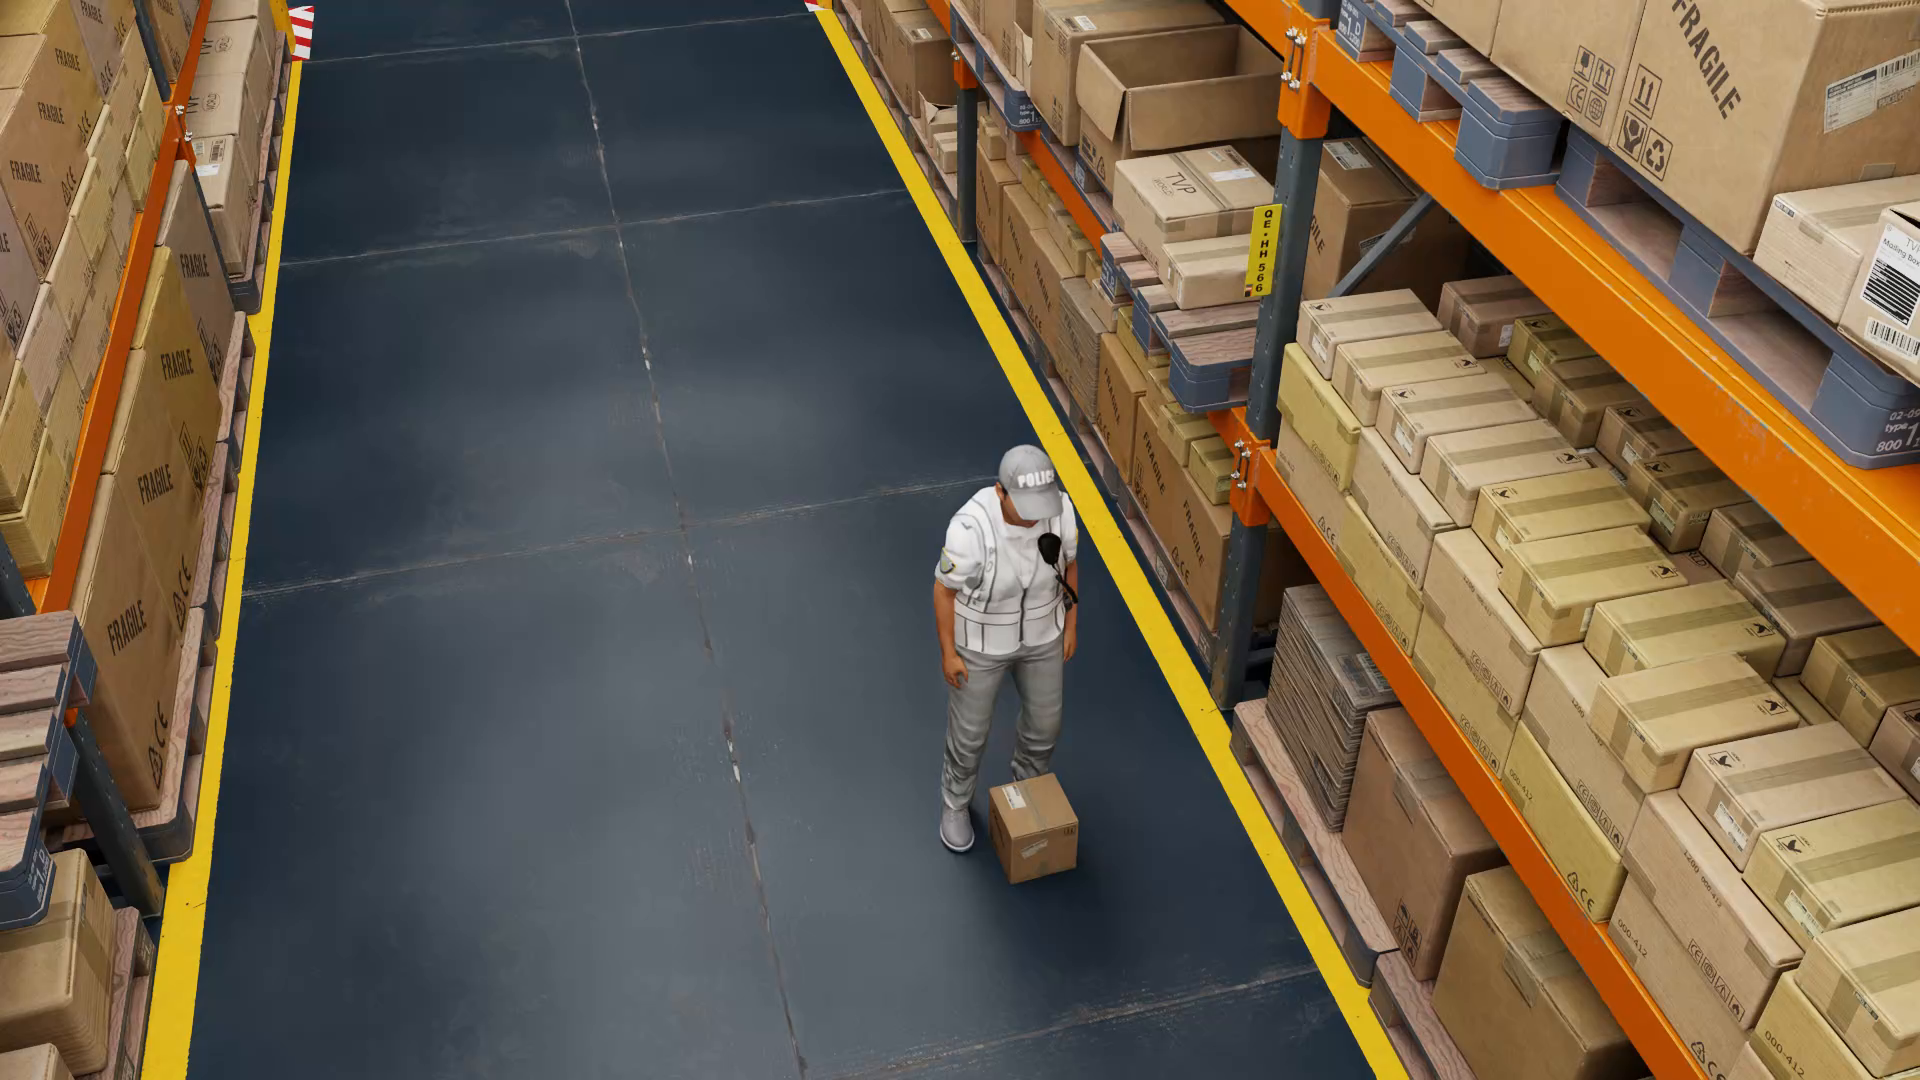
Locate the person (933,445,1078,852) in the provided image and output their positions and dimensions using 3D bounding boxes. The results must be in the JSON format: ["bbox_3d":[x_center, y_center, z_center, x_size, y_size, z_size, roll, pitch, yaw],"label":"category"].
[{"bbox_3d":[0.162,0.350,5.707,0.541,1.665,0.465,-12,40,-15],"label":"person"}]
